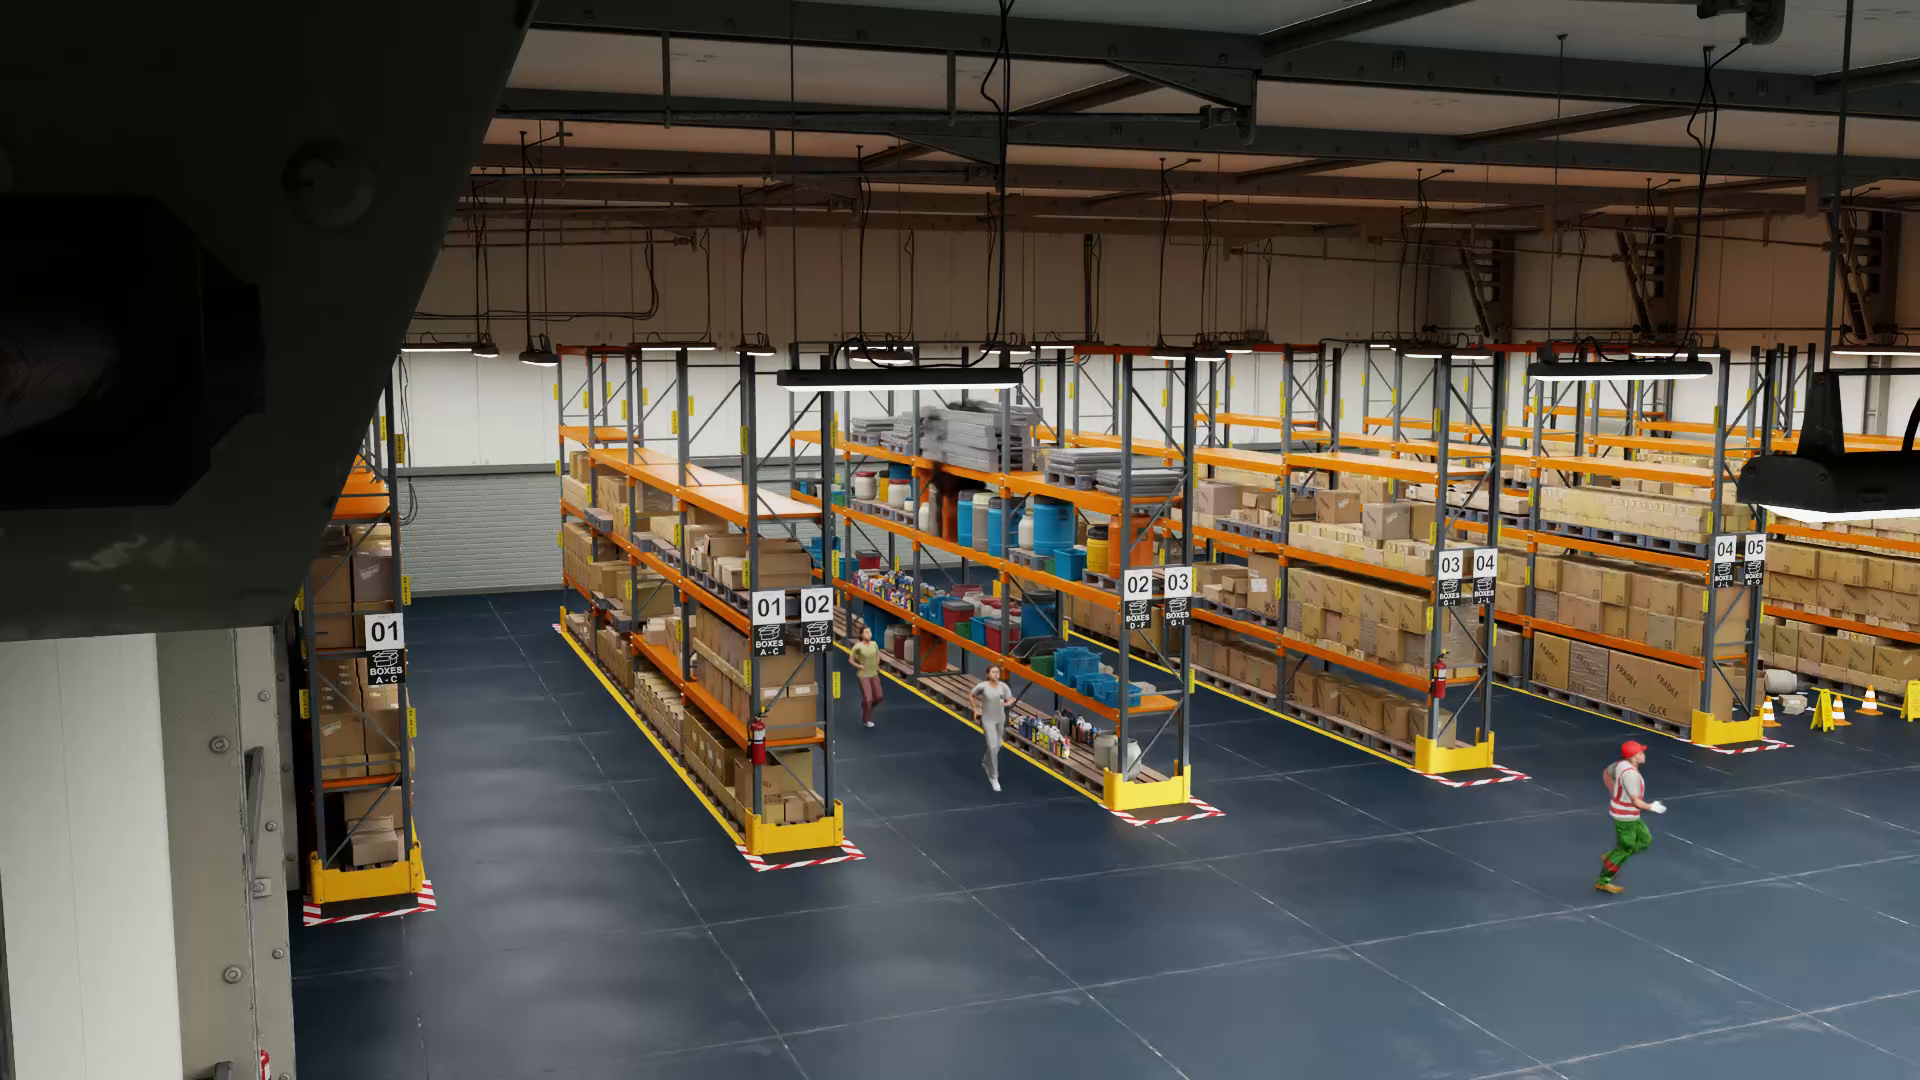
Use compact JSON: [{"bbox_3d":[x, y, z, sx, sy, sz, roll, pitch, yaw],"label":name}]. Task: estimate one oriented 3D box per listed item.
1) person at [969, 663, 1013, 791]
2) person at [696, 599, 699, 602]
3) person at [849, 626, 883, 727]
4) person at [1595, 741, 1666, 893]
[{"bbox_3d":[0.450,2.556,23.146,0.543,1.710,0.840,-3,8,-22],"label":"person"},{"bbox_3d":[-4.968,1.254,33.335,0.621,1.774,0.834,-5,9,-34],"label":"person"},{"bbox_3d":[-1.487,2.164,26.510,0.577,1.621,0.562,-4,9,-31],"label":"person"},{"bbox_3d":[7.546,3.098,18.714,0.699,1.737,0.693,2,7,14],"label":"person"}]
